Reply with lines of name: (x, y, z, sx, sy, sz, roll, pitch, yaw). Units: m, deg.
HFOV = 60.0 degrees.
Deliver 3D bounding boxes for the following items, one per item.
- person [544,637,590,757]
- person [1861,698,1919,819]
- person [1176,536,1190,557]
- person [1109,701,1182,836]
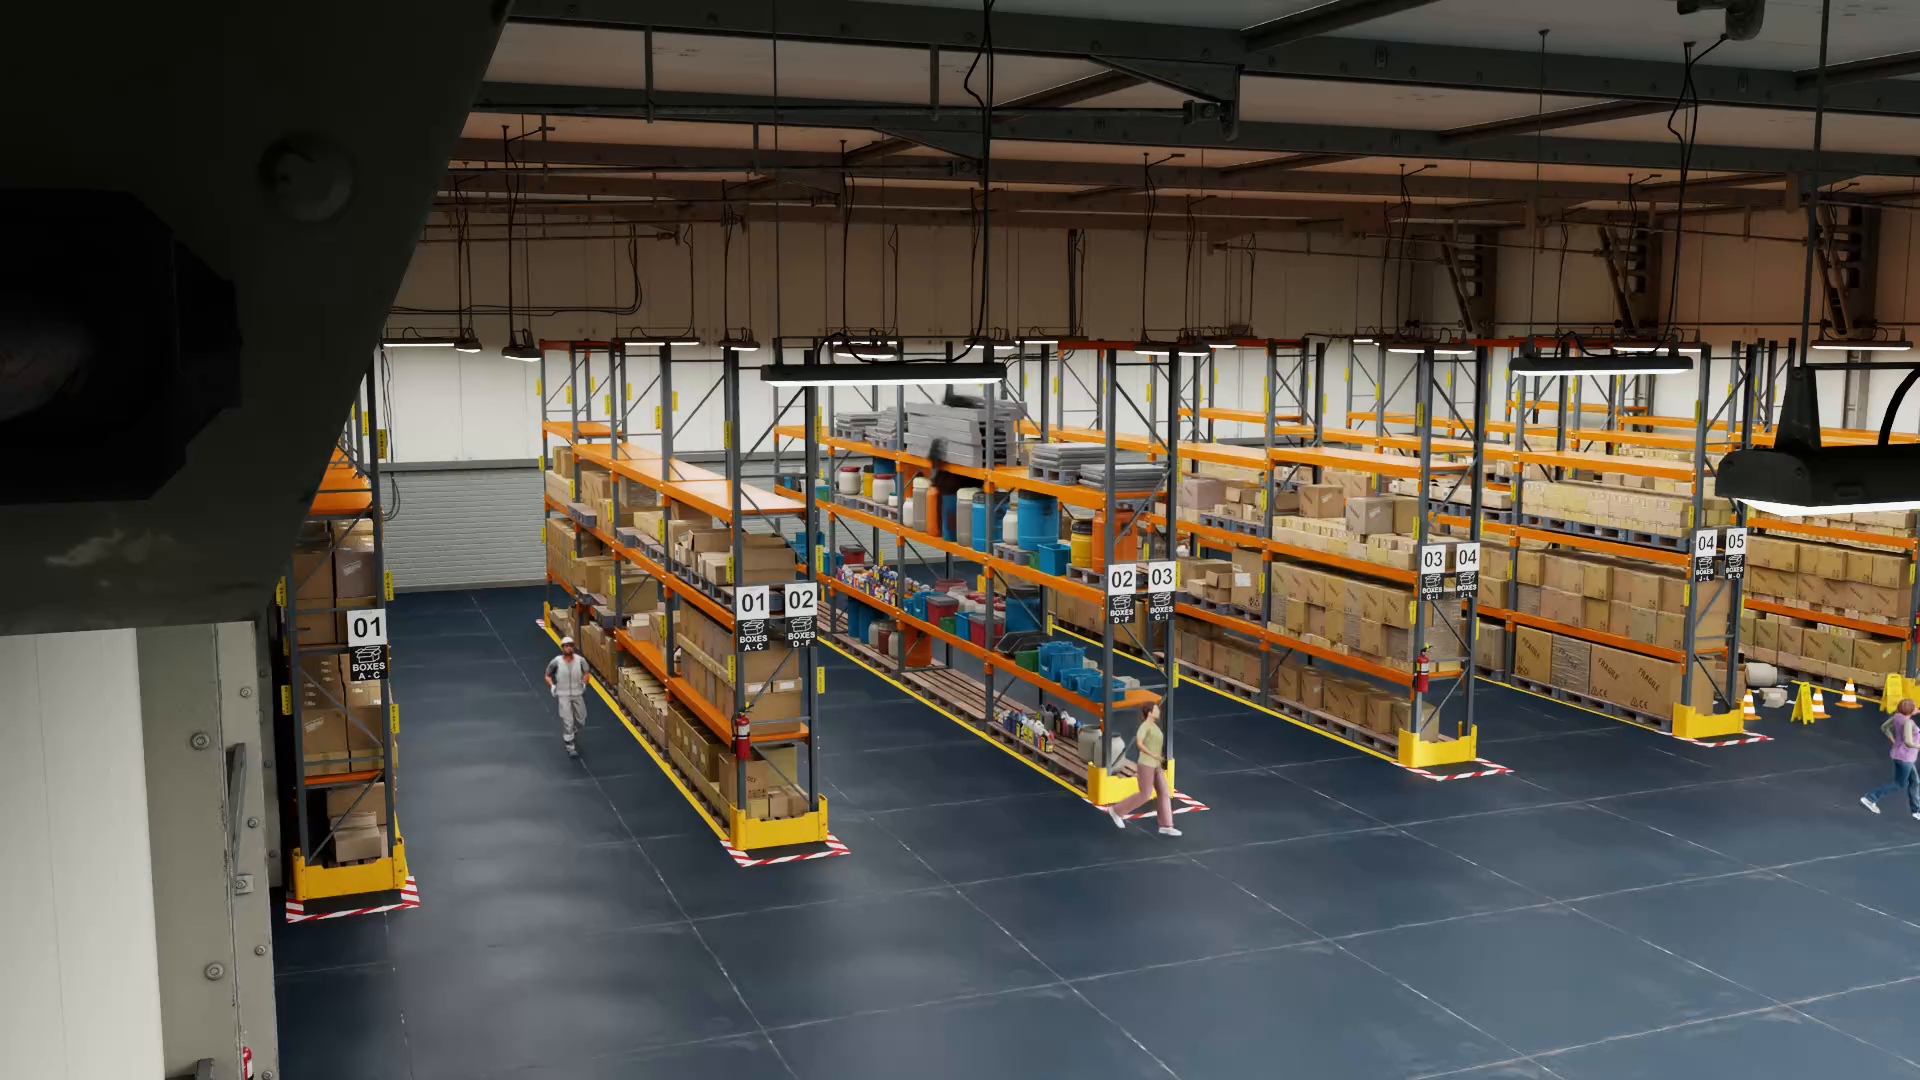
person: (-5.771, 2.287, 24.521, 0.659, 1.742, 0.708, -3, 8, -24)
person: (11.973, 2.800, 21.151, 0.876, 1.597, 0.551, 2, 8, 17)
person: (4.996, 0.686, 37.225, 0.599, 1.606, 0.791, -4, 8, -25)
person: (2.380, 2.823, 20.775, 0.931, 1.612, 0.634, 3, 8, 23)
